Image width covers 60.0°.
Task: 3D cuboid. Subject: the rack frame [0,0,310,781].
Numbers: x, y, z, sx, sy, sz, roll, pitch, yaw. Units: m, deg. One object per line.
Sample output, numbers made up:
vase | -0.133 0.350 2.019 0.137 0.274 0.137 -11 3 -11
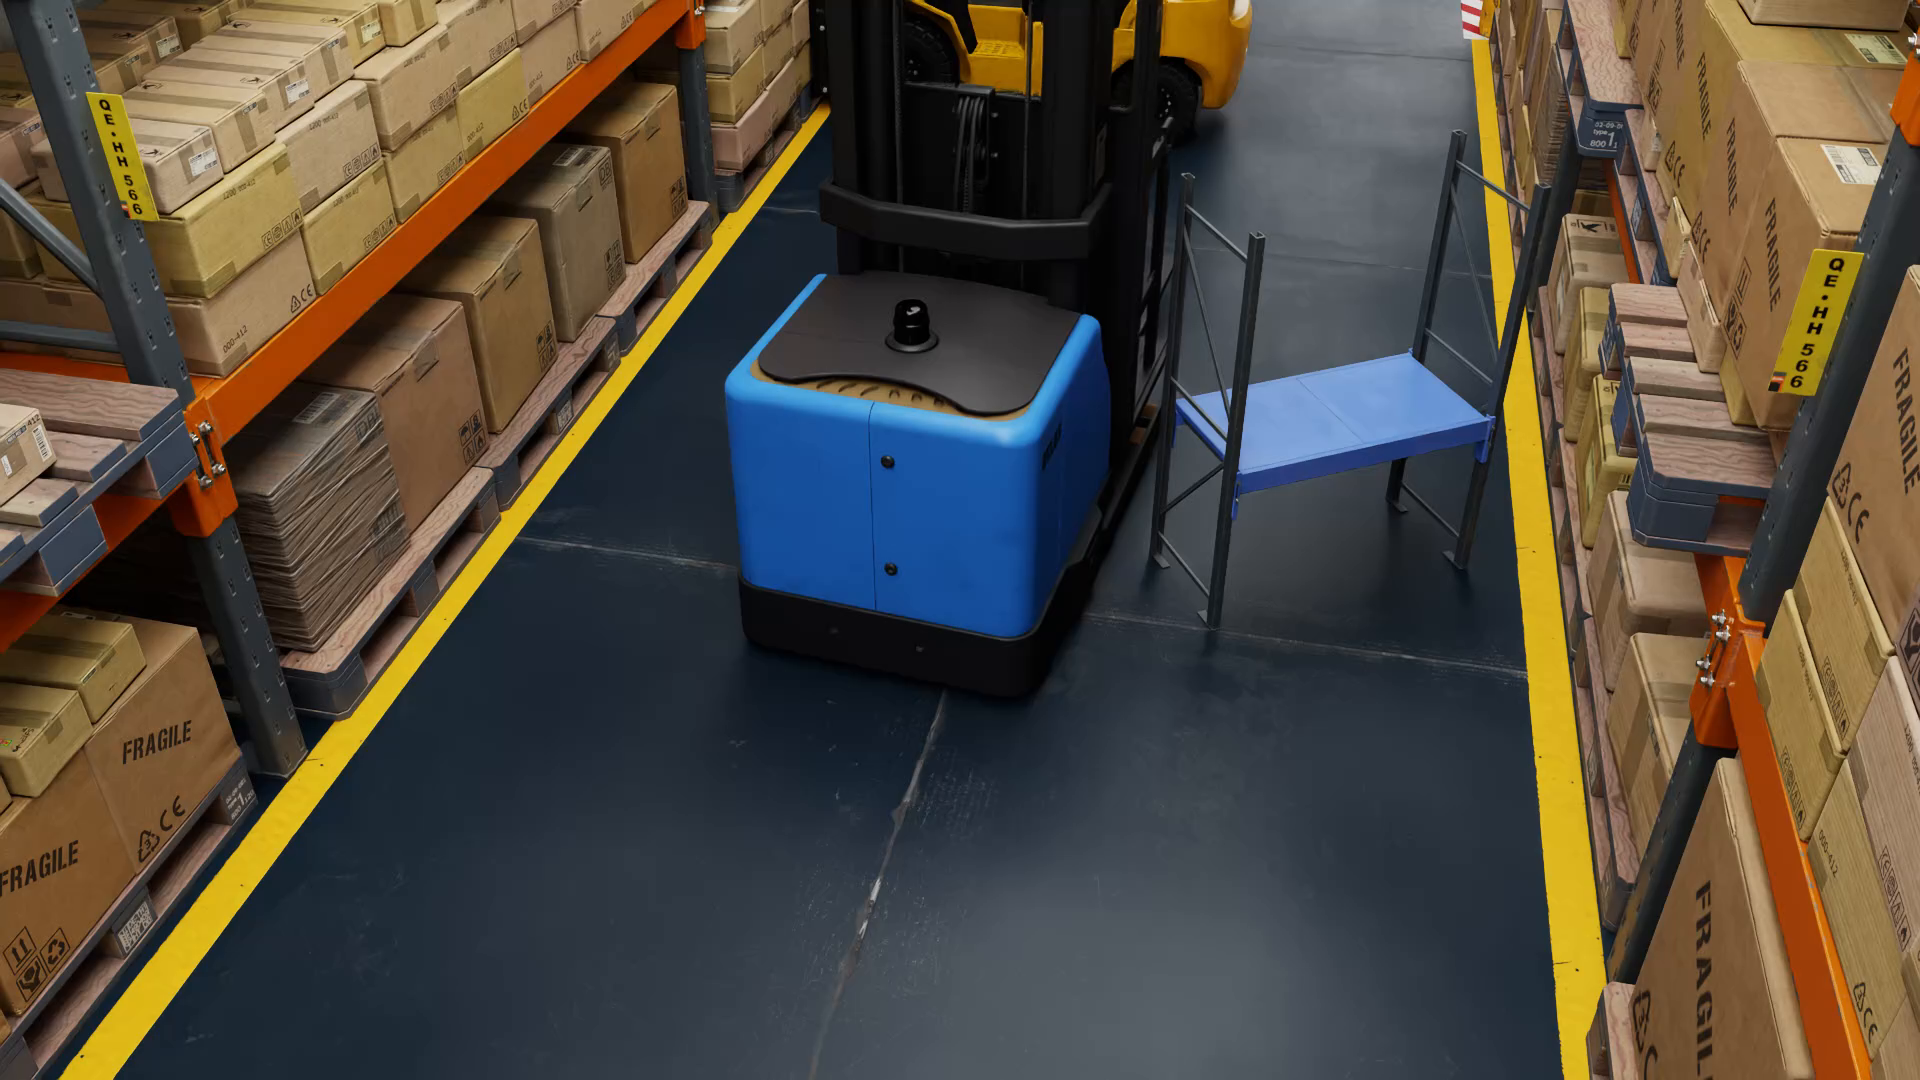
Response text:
rack frame | -2.578 -0.558 4.464 1.000 3.000 0.127 7 37 10

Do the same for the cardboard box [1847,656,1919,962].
cardboard box | 1.811 0.476 2.739 0.500 0.250 0.500 8 37 11

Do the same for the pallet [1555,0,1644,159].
pallet | 2.821 -1.734 6.250 1.003 0.211 1.213 7 37 10

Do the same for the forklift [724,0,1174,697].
forklift | 0.199 -1.540 5.877 1.130 2.935 3.031 11 37 15

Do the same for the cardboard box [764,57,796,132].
cardboard box | -1.204 -2.437 9.042 0.500 0.250 0.500 7 36 9

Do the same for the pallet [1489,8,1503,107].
pallet | 3.756 -2.891 10.059 1.003 0.211 1.213 7 37 10

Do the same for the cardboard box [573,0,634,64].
cardboard box | -1.678 -2.180 6.830 0.500 0.250 0.500 7 37 10

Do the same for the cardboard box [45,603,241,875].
cardboard box | -2.459 0.553 4.703 0.500 0.500 0.500 8 37 11

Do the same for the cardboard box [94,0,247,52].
cardboard box | -2.529 -1.668 5.357 0.380 0.149 0.250 7 37 10

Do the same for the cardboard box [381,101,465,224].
cardboard box | -2.029 -1.305 5.623 0.500 0.250 0.500 6 36 8

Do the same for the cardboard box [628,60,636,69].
cardboard box | -1.808 -2.620 8.441 0.500 0.250 0.500 8 37 11

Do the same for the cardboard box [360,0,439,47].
cardboard box | -1.957 -1.749 5.469 0.380 0.149 0.250 8 37 11

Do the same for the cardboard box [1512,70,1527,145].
cardboard box | 3.207 -2.258 8.795 0.500 0.250 0.500 8 37 11

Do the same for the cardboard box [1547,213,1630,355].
cardboard box | 3.016 -1.037 7.006 0.950 0.372 0.625 8 37 11

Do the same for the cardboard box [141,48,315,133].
cardboard box | -2.137 -1.311 4.865 0.380 0.149 0.250 8 37 11

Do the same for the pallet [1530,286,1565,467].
pallet | 2.961 -0.656 6.975 1.003 0.211 1.213 7 37 10

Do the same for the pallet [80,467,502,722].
pallet | -2.364 0.104 5.927 1.003 0.211 1.213 7 37 10

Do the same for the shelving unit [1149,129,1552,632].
shelving unit | 1.282 -0.531 5.705 1.048 1.500 0.538 -12 38 -17

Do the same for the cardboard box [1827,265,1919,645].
cardboard box | 1.927 -0.132 2.938 0.500 0.500 0.500 6 36 8

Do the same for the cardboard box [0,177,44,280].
cardboard box | -2.754 -0.992 4.765 0.500 0.250 0.500 8 37 11

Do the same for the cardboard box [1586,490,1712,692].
cardboard box | 2.552 0.209 5.287 0.950 0.372 0.625 7 36 9

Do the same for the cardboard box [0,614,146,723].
cardboard box | -2.436 0.336 4.450 0.380 0.149 0.250 6 36 8

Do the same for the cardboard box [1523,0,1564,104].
cardboard box | 3.205 -2.549 8.557 0.500 0.500 0.500 9 37 12

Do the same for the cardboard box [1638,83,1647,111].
cardboard box | 2.556 -1.566 5.711 0.380 0.149 0.250 8 37 11

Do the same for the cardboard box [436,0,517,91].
cardboard box | -1.923 -1.805 5.886 0.500 0.250 0.500 8 37 11

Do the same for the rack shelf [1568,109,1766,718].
rack shelf | 2.699 -0.794 5.402 1.077 0.370 4.000 7 37 10

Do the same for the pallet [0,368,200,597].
pallet | -2.655 -0.083 3.972 1.213 0.211 1.003 7 37 10

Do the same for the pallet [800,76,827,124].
pallet | -1.255 -2.875 10.037 1.003 0.211 1.213 7 37 10

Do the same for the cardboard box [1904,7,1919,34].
cardboard box | 2.805 -1.103 4.520 0.500 0.500 0.500 8 37 11

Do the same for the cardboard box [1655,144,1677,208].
cardboard box | 2.365 -1.122 5.099 0.380 0.149 0.250 6 36 8

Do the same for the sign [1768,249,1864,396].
sign | 1.739 -0.438 3.379 0.100 0.325 0.005 7 37 10

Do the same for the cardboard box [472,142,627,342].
cardboard box | -1.998 -1.316 7.175 0.875 0.625 0.625 7 37 9

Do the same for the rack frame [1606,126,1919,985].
rack frame | 2.272 0.062 3.609 1.000 3.000 0.127 7 37 10

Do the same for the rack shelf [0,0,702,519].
rack shelf | -2.151 -1.414 6.258 1.077 0.370 4.000 7 37 10

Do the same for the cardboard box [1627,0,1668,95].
cardboard box | 2.520 -1.761 5.427 0.500 0.500 0.500 7 37 10

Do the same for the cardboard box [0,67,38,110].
cardboard box | -2.760 -1.237 4.763 0.380 0.149 0.250 8 37 11

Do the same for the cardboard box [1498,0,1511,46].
cardboard box | 3.538 -3.154 10.030 0.500 0.250 0.500 7 37 10

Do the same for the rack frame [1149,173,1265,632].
rack frame | 0.806 -0.426 5.560 0.032 1.500 0.500 -12 38 -17

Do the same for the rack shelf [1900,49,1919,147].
rack shelf | 1.844 0.285 1.358 1.077 0.370 4.000 7 37 10

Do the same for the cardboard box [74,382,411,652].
cardboard box | -2.432 -0.123 5.529 0.875 0.625 0.625 8 37 11

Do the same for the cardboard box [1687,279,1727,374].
cardboard box | 2.108 -0.537 4.291 0.380 0.149 0.250 7 37 10

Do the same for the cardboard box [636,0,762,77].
cardboard box | -1.314 -2.551 8.347 0.500 0.250 0.500 7 36 9

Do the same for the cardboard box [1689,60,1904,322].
cardboard box | 2.197 -0.863 4.188 0.500 0.500 0.500 7 36 9

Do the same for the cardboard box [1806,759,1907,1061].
cardboard box | 1.829 0.668 2.900 0.500 0.250 0.500 6 36 9

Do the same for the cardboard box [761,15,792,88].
cardboard box | -1.213 -2.638 8.893 0.500 0.250 0.500 7 37 10

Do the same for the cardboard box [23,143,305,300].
cardboard box | -2.220 -0.921 4.666 0.500 0.250 0.500 7 37 10
